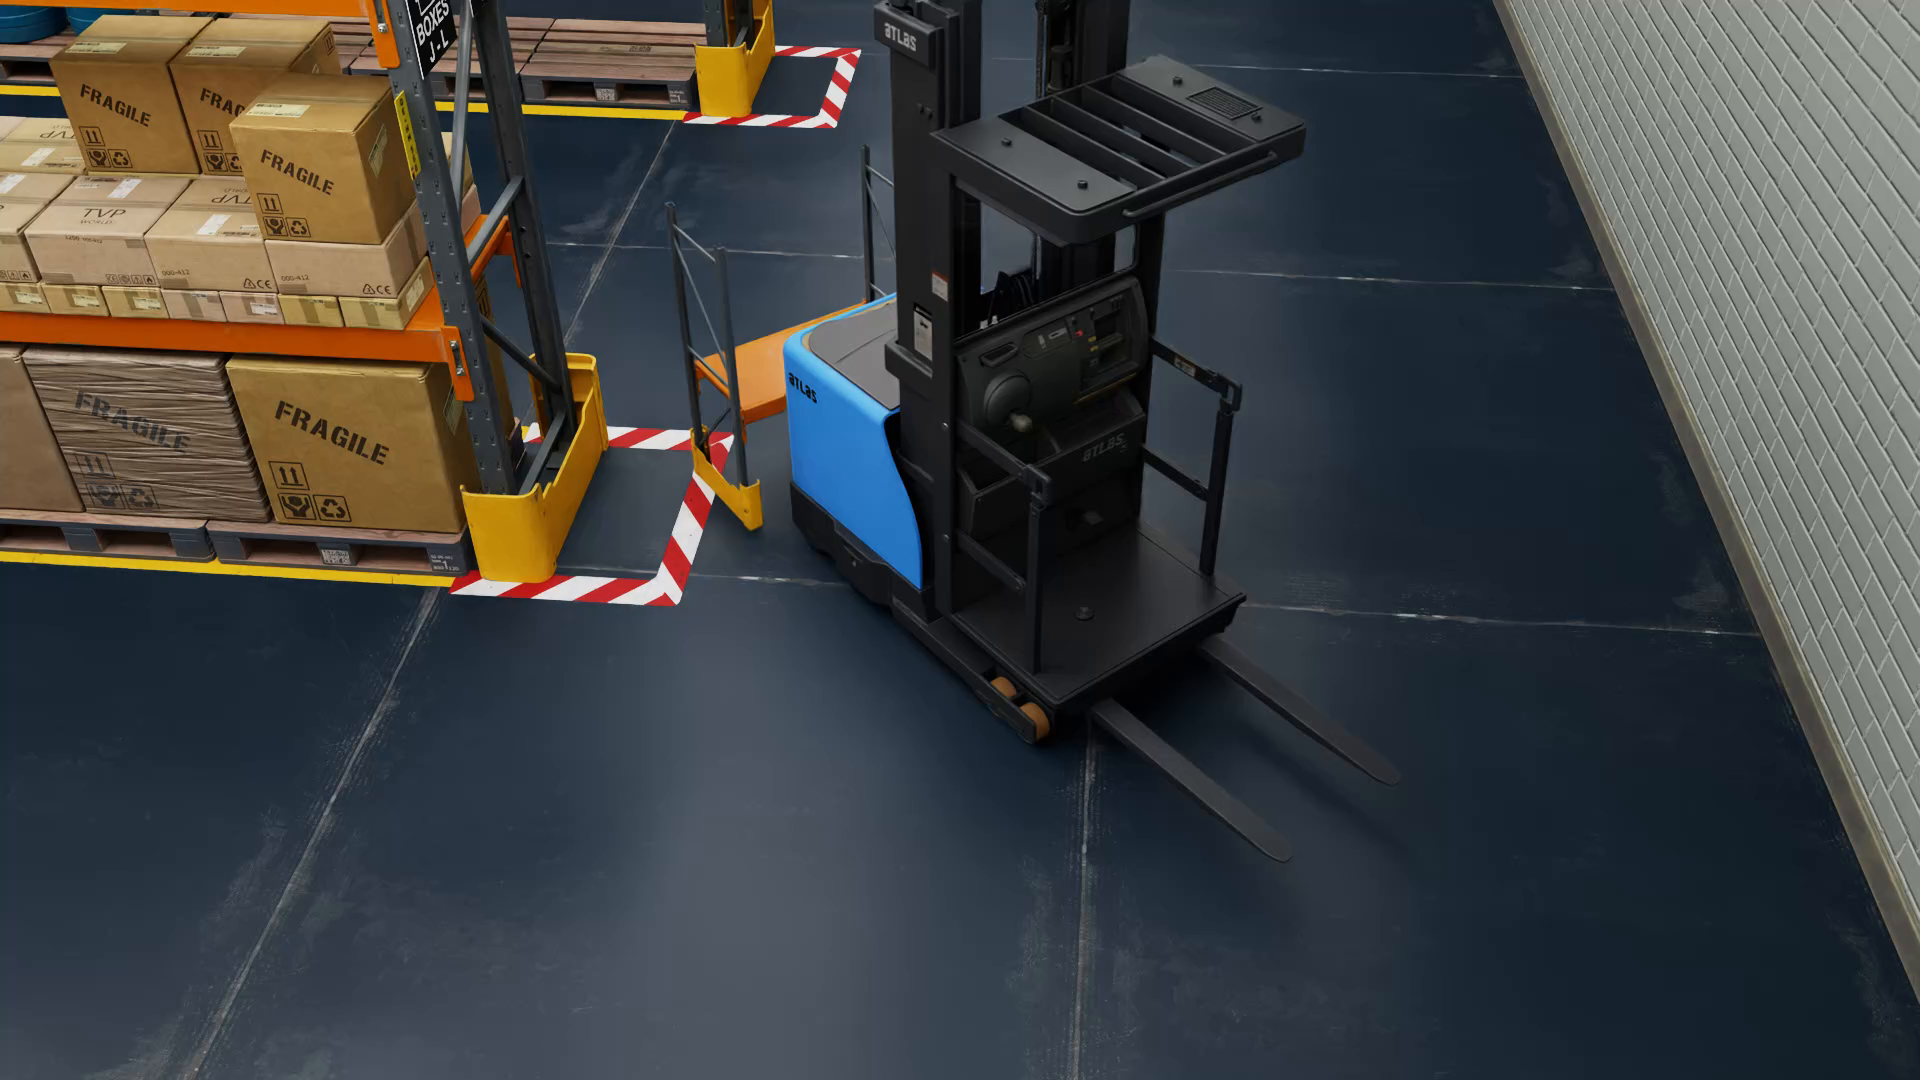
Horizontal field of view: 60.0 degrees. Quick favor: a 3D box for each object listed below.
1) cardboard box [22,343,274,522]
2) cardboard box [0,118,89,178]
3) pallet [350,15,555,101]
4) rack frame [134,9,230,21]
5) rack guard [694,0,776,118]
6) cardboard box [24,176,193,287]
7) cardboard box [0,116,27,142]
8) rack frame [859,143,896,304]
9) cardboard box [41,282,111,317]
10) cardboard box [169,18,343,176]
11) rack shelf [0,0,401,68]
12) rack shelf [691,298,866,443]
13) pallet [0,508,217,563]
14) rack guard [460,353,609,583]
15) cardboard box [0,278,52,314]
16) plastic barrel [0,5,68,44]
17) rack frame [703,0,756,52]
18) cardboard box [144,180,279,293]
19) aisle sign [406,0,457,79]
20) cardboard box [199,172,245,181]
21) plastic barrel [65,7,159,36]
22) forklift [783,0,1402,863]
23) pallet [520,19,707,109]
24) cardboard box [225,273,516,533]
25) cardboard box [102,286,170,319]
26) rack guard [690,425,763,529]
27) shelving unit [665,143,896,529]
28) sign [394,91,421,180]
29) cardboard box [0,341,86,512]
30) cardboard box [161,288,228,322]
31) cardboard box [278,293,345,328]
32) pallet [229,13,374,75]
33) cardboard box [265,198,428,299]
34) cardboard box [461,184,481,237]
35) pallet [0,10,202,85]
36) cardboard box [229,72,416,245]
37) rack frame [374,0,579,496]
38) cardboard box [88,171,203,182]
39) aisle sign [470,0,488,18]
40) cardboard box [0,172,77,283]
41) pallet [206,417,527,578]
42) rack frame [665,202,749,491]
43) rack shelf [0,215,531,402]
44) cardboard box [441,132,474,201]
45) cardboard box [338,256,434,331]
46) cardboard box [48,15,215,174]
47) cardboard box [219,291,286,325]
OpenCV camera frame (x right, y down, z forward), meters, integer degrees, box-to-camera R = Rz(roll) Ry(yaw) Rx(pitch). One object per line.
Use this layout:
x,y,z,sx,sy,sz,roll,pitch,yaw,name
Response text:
-3.590,-0.711,7.769,0.875,0.875,0.875,3,39,4,cardboard box
-4.033,-1.670,7.480,0.500,0.250,0.500,2,39,3,cardboard box
-3.642,-3.509,12.065,1.213,0.211,1.003,3,39,4,pallet
-5.597,-4.671,11.283,0.127,3.000,1.000,3,39,4,rack frame
-1.587,-3.491,11.813,0.348,0.500,1.175,3,39,4,rack guard
-3.557,-1.311,7.038,0.500,0.250,0.500,2,39,2,cardboard box
-4.538,-1.700,7.516,0.500,0.250,0.500,4,39,5,cardboard box
-0.320,-1.153,8.149,0.032,1.500,0.500,-24,45,-26,rack frame
-3.699,-1.122,7.121,0.250,0.149,0.380,3,39,4,cardboard box
-2.992,-1.910,7.179,0.500,0.500,0.500,2,39,3,cardboard box
-4.032,-2.332,6.603,4.000,0.370,1.077,3,39,4,rack shelf
-0.738,-0.831,8.039,1.000,0.185,0.538,-24,45,-26,rack shelf
-4.055,-0.319,8.146,1.213,0.211,1.003,3,39,4,pallet
-2.015,-0.368,7.976,0.348,0.500,1.175,3,39,4,rack guard
-3.945,-1.137,7.140,0.250,0.149,0.380,4,39,5,cardboard box
-6.843,-4.099,11.910,0.708,0.901,0.600,3,39,4,plastic barrel
-1.612,-4.453,11.016,0.127,3.000,1.000,3,39,4,rack frame
-3.050,-1.283,7.004,0.500,0.250,0.500,2,39,3,cardboard box
-1.993,-2.154,6.131,0.004,0.787,0.394,3,39,4,aisle sign
-3.013,-1.616,7.412,0.500,0.250,0.500,3,39,3,cardboard box
-6.138,-4.061,11.863,0.708,0.901,0.600,3,39,4,plastic barrel
0.510,-0.657,6.405,1.130,2.935,3.031,-27,46,-29,forklift
-2.430,-3.441,11.981,1.213,0.211,1.003,3,39,4,pallet
-2.684,-0.662,7.708,0.875,0.875,0.875,3,39,4,cardboard box
-3.440,-1.108,7.104,0.250,0.149,0.380,2,39,3,cardboard box
-1.140,-0.311,8.104,0.087,0.250,0.587,-24,45,-26,rack guard
-0.730,-0.974,7.929,1.083,1.500,0.587,-24,45,-26,shelving unit
-2.100,-1.539,6.330,0.005,0.325,0.100,3,39,4,sign
-4.477,-0.760,7.828,0.875,0.875,0.875,3,39,4,cardboard box
-3.181,-1.095,7.089,0.250,0.149,0.380,4,39,5,cardboard box
-2.682,-1.066,7.053,0.250,0.149,0.380,4,39,4,cardboard box
-4.861,-3.574,12.144,1.213,0.211,1.003,3,39,4,pallet
-2.545,-1.255,6.969,0.500,0.250,0.500,3,39,3,cardboard box
-2.365,-1.468,7.547,0.250,0.149,0.380,4,39,4,cardboard box
-6.362,-3.658,12.247,1.213,0.211,1.003,3,39,4,pallet
-2.547,-1.548,6.735,0.500,0.500,0.500,4,39,4,cardboard box
-2.039,-1.338,7.189,0.127,3.000,1.000,3,39,4,rack frame
-3.513,-1.645,7.449,0.500,0.250,0.500,2,39,2,cardboard box
-1.942,-2.531,6.595,0.004,0.787,0.394,3,39,4,aisle sign
-4.077,-1.336,7.069,0.500,0.250,0.500,3,39,4,cardboard box
-2.843,-0.251,8.062,1.213,0.211,1.003,3,39,4,pallet
-1.156,-0.788,7.701,0.032,1.500,0.500,-24,45,-26,rack frame
-4.032,-1.168,7.549,4.000,0.370,1.077,3,39,4,rack shelf
-2.494,-1.591,7.383,0.500,0.250,0.500,2,39,3,cardboard box
-2.422,-1.053,7.037,0.250,0.149,0.380,4,39,5,cardboard box
-3.509,-1.934,7.209,0.500,0.500,0.500,2,39,3,cardboard box
-2.933,-1.081,7.071,0.250,0.149,0.380,3,39,4,cardboard box
